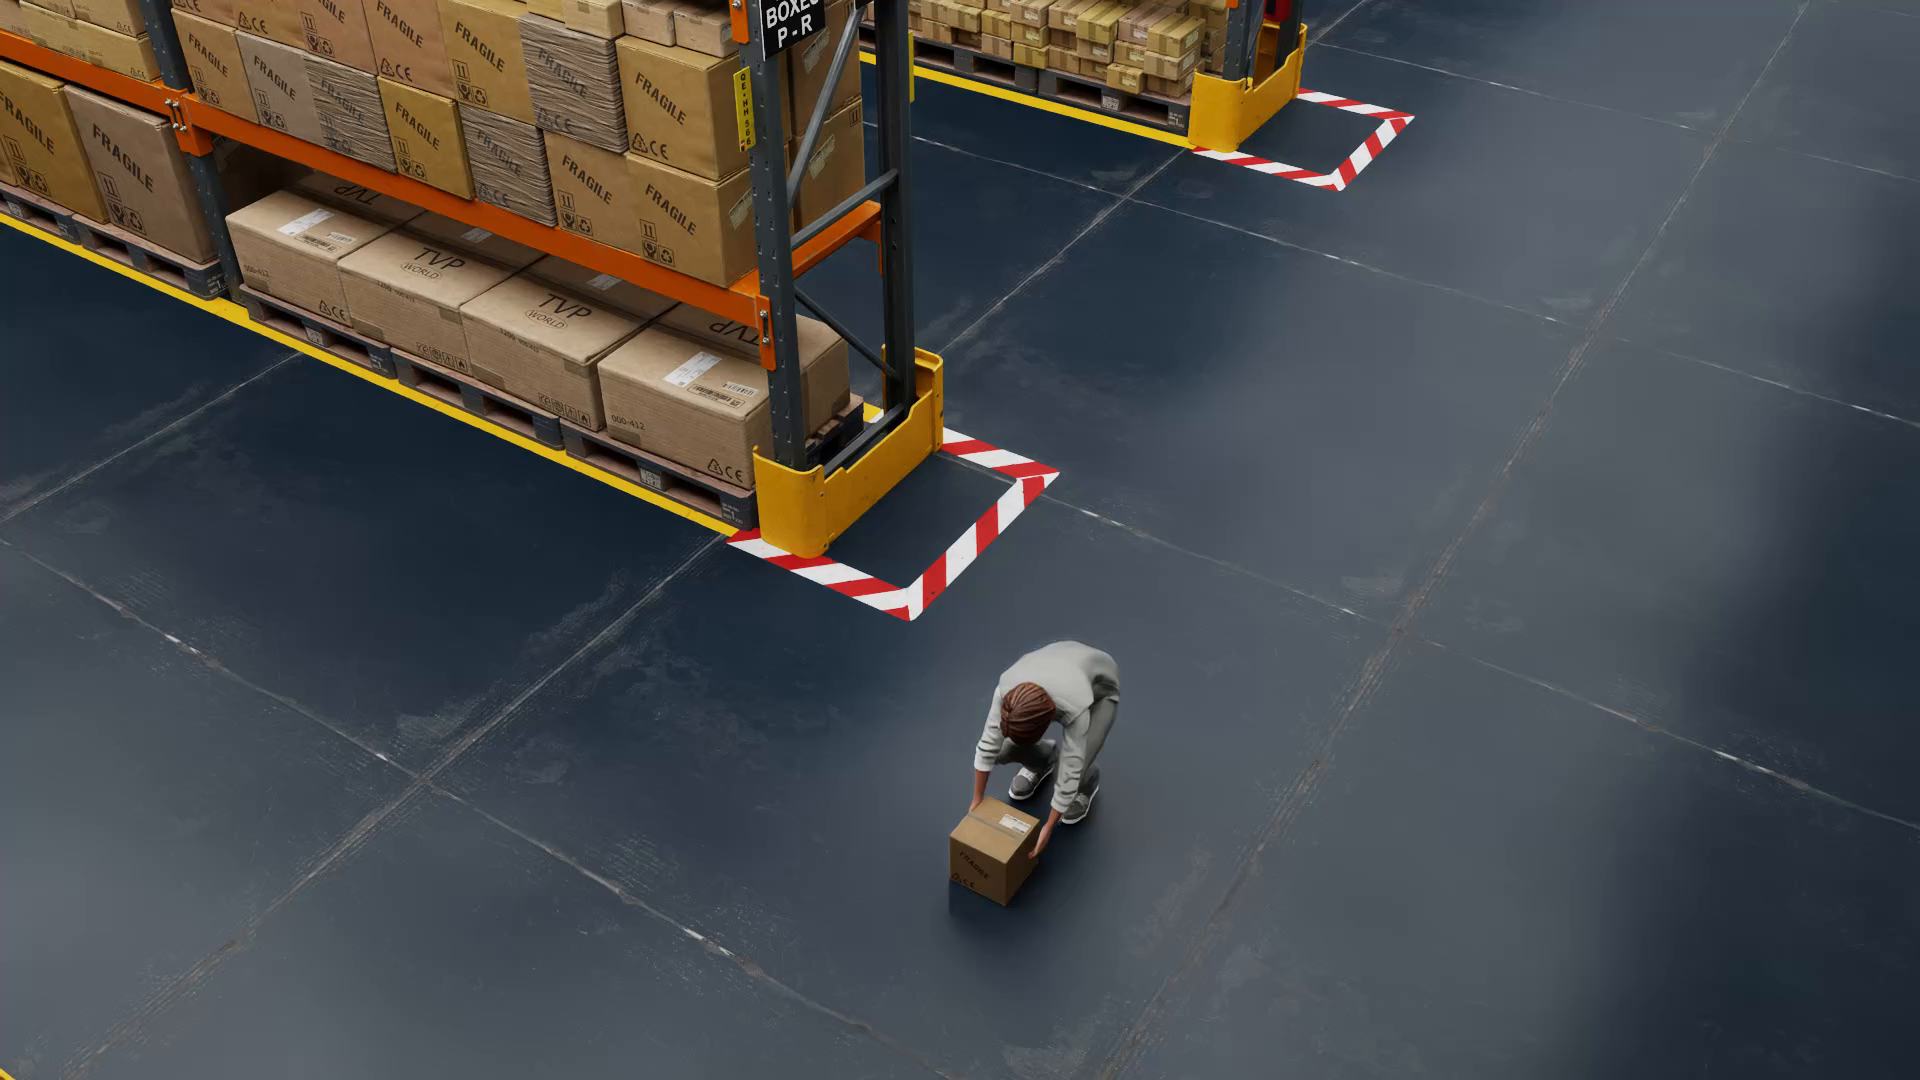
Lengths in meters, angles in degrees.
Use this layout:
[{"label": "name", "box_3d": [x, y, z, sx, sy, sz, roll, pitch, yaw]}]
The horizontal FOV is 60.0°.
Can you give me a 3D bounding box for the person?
[{"label": "person", "box_3d": [0.354, 0.726, 6.340, 0.448, 0.906, 0.792, 22, 44, 25]}]
